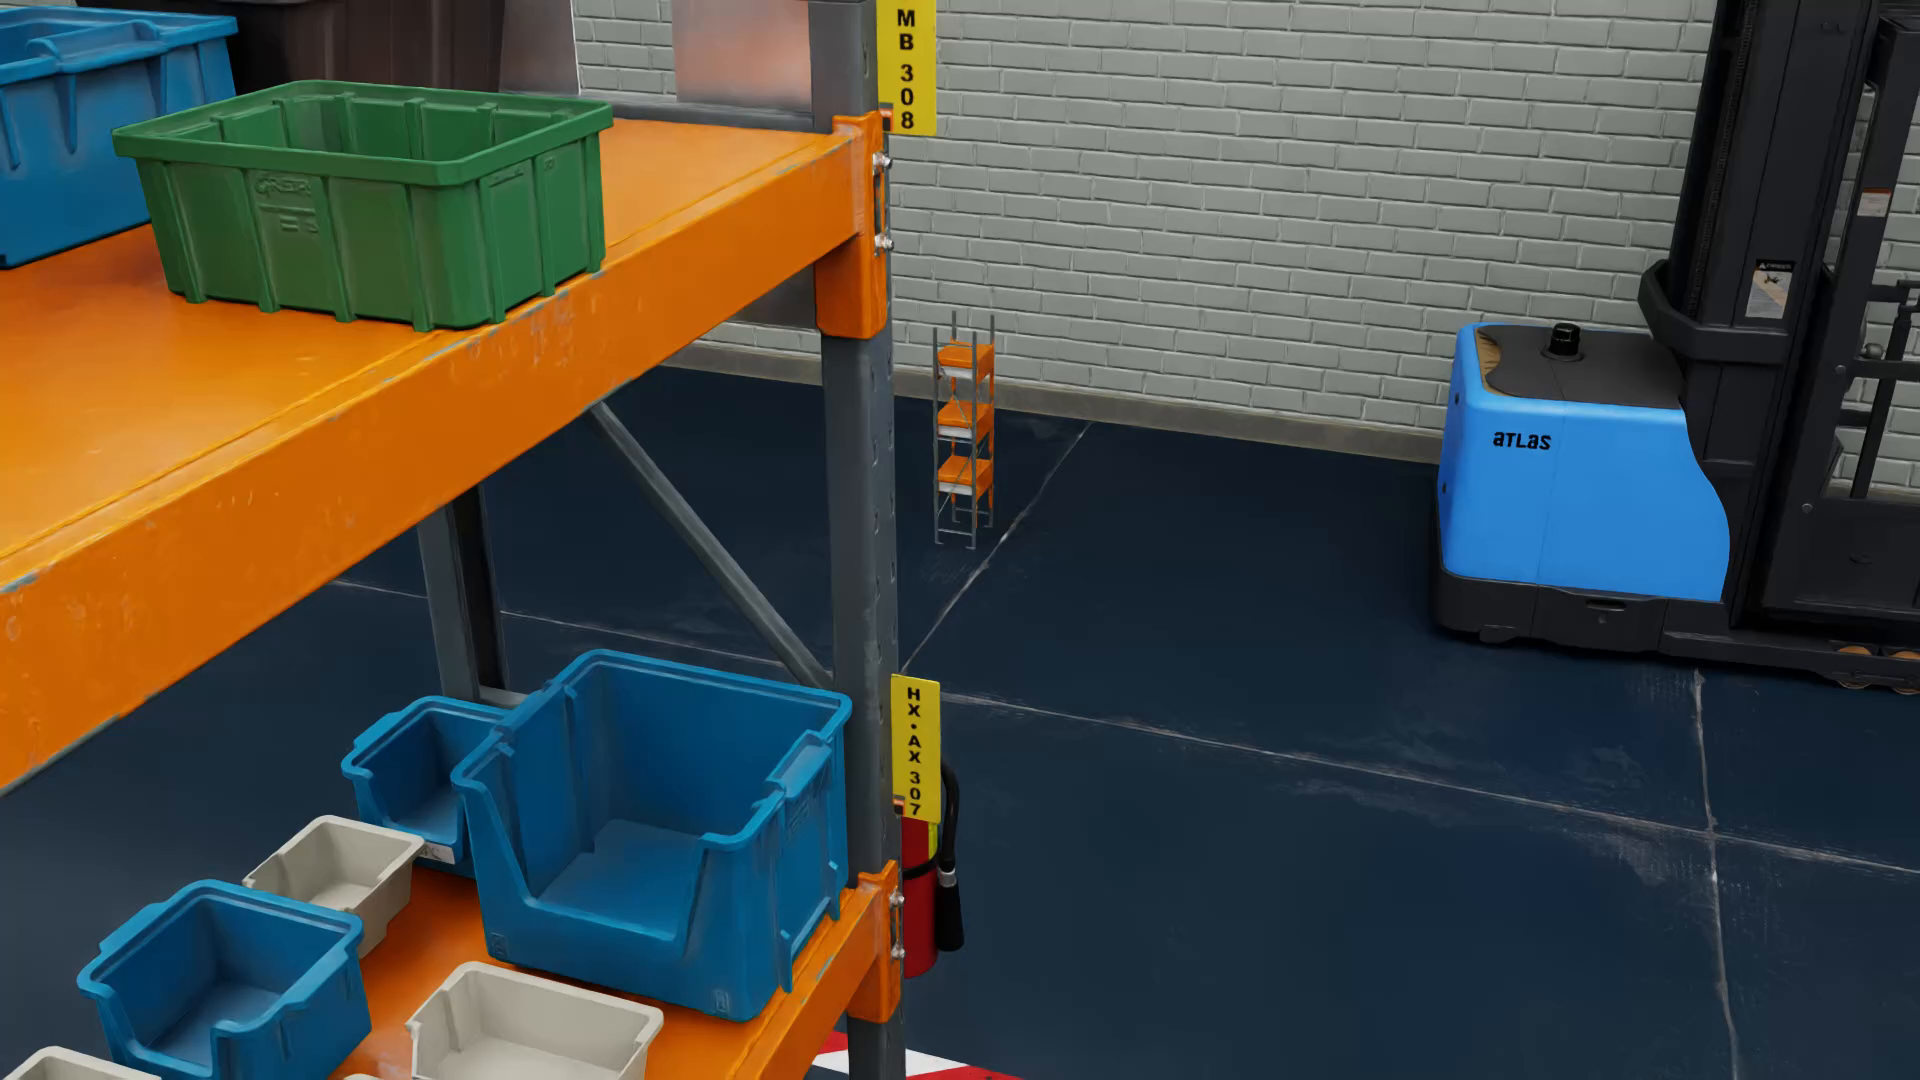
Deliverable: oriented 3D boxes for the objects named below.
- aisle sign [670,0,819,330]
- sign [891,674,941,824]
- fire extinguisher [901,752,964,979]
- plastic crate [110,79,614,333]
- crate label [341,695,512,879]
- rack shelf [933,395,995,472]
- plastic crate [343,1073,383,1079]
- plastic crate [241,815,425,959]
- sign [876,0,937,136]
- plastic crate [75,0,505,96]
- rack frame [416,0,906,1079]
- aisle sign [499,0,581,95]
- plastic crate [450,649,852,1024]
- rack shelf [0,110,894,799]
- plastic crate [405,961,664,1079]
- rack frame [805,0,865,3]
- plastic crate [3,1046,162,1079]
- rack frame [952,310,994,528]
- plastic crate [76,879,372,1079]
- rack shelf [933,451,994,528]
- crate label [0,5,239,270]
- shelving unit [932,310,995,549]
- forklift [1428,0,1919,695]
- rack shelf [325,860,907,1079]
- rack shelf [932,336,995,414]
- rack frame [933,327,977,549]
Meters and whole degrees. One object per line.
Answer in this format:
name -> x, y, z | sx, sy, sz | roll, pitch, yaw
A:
aisle sign -> -0.310, -0.744, 2.862 | 0.394, 0.787, 0.004 | 9, 27, 17
sign -> -0.086, 0.413, 3.268 | 0.100, 0.325, 0.005 | 9, 27, 17
fire extinguisher -> -0.132, 0.620, 3.545 | 0.296, 0.674, 0.183 | 9, 27, 17
plastic crate -> -0.669, -0.395, 1.925 | 0.450, 0.188, 0.336 | 9, 27, 17
crate label -> -1.003, 0.515, 3.367 | 0.416, 0.233, 0.303 | 9, 27, 17
rack shelf -> 0.018, -0.485, 7.571 | 0.215, 0.259, 0.240 | 9, 27, 17
plastic crate -> -0.821, 0.983, 2.511 | 0.396, 0.136, 0.243 | 9, 27, 17
plastic crate -> -1.188, 0.678, 3.141 | 0.250, 0.136, 0.298 | 9, 27, 17
sign -> -0.086, -0.817, 2.673 | 0.100, 0.325, 0.005 | 9, 27, 17
plastic crate -> -1.001, -0.760, 2.586 | 0.497, 0.269, 0.590 | 9, 27, 17
rack frame -> -0.610, 0.413, 3.455 | 1.000, 3.000, 0.127 | 9, 27, 17
aisle sign -> -0.867, -0.830, 3.038 | 0.394, 0.787, 0.004 | 9, 27, 17
plastic crate -> -0.546, 0.535, 3.094 | 0.616, 0.435, 0.499 | 9, 27, 17
rack shelf -> -1.276, 0.209, 1.261 | 1.077, 0.370, 4.000 | 9, 27, 17
plastic crate -> -0.711, 0.866, 2.753 | 0.396, 0.136, 0.243 | 9, 27, 17
rack frame -> -0.610, -2.287, 2.148 | 1.000, 3.000, 0.127 | 9, 27, 17
plastic crate -> -1.414, 0.957, 2.565 | 0.250, 0.136, 0.298 | 9, 27, 17
rack frame -> 0.058, -0.545, 7.670 | 0.200, 1.050, 0.008 | 9, 27, 17
plastic crate -> -1.222, 0.786, 2.809 | 0.416, 0.233, 0.300 | 9, 27, 17
rack shelf -> 0.018, -0.235, 7.692 | 0.215, 0.259, 0.240 | 9, 27, 17
crate label -> -1.222, -0.538, 2.147 | 0.408, 0.251, 0.502 | 9, 27, 17
shelving unit -> 0.018, -0.495, 7.567 | 0.215, 1.050, 0.252 | 9, 27, 17
forklift -> 3.541, -0.969, 6.388 | 3.031, 2.935, 1.130 | 6, 26, 11
rack shelf -> -1.276, 1.559, 1.914 | 1.077, 0.370, 4.000 | 9, 27, 17
rack shelf -> 0.018, -0.740, 7.448 | 0.215, 0.259, 0.240 | 9, 27, 17
rack frame -> -0.023, -0.444, 7.463 | 0.200, 1.050, 0.008 | 9, 27, 17
